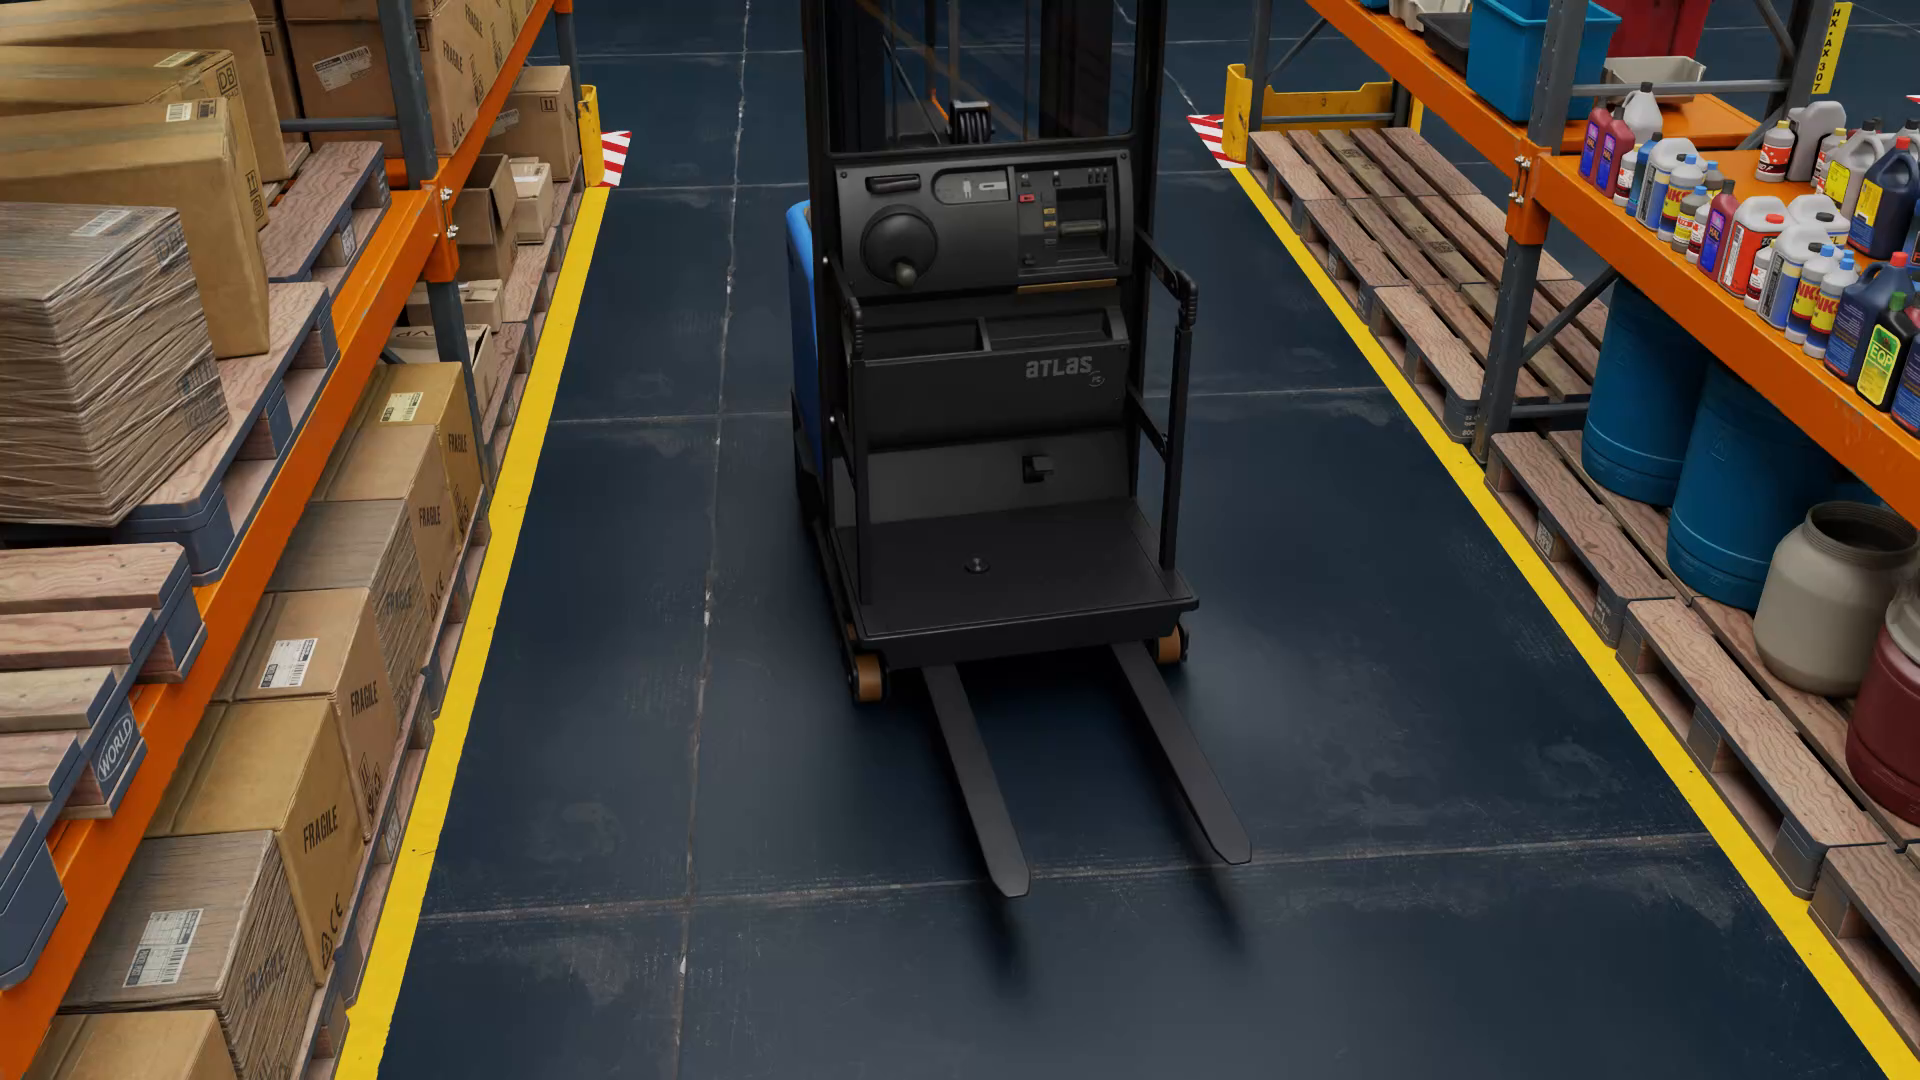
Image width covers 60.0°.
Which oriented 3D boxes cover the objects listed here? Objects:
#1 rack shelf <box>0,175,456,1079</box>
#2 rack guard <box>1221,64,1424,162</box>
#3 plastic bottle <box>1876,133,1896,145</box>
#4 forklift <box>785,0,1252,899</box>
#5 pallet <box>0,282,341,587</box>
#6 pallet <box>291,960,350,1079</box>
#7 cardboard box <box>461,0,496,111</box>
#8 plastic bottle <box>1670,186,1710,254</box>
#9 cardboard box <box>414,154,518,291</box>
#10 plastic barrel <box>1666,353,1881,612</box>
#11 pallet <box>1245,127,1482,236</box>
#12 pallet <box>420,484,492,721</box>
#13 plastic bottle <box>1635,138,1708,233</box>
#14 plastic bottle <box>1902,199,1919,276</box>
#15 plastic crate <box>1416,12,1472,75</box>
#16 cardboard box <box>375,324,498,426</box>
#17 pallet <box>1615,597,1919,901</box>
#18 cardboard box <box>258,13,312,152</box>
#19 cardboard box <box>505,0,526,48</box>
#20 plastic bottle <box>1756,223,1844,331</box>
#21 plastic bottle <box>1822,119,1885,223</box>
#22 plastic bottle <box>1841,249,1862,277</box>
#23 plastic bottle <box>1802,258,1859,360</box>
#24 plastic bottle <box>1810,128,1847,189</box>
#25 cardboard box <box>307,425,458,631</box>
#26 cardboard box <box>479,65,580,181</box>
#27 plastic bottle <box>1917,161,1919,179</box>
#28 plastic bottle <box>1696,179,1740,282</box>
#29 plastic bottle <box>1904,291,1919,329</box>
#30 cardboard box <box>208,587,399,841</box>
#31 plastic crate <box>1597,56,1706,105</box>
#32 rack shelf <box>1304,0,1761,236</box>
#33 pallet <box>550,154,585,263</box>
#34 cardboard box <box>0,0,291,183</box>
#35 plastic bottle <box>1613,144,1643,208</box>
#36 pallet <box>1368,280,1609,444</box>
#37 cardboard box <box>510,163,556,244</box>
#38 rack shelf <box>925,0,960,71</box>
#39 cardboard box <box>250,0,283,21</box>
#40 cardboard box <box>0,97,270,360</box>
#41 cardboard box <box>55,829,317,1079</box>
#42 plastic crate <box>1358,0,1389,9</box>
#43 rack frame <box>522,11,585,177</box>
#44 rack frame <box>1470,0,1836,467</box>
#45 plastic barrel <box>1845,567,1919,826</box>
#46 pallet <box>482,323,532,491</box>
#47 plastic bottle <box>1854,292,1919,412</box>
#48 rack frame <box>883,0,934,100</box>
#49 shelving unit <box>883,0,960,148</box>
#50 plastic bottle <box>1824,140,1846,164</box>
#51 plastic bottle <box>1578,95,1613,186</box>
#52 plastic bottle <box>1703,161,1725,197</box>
[{"bbox_3d":[-2.141,-0.076,4.154,1.077,0.370,4.000,-3,31,-5],"label":"rack shelf"},{"bbox_3d":[2.216,-2.622,10.152,1.175,0.500,0.348,-3,31,-5],"label":"rack guard"},{"bbox_3d":[2.997,-1.216,5.481,0.152,0.276,0.135,-3,31,-5],"label":"plastic bottle"},{"bbox_3d":[0.130,-0.943,4.970,1.130,2.935,3.031,-6,31,-10],"label":"forklift"},{"bbox_3d":[-2.140,-0.274,3.971,1.003,0.211,1.213,-3,31,-5],"label":"pallet"},{"bbox_3d":[-1.986,1.450,3.616,1.003,0.211,1.213,-3,31,-5],"label":"pallet"},{"bbox_3d":[-2.155,-1.983,6.548,0.500,0.500,0.500,-2,31,-4],"label":"cardboard box"},{"bbox_3d":[2.295,-1.004,5.200,0.097,0.201,0.097,0,31,0],"label":"plastic bottle"},{"bbox_3d":[-2.508,-1.482,7.811,0.797,0.503,0.637,-3,31,-5],"label":"cardboard box"},{"bbox_3d":[2.704,-0.281,5.432,0.600,0.901,0.708,-3,31,-5],"label":"plastic barrel"},{"bbox_3d":[2.269,-2.063,9.499,1.003,0.211,1.213,-3,31,-5],"label":"pallet"},{"bbox_3d":[-2.214,0.205,5.702,1.003,0.211,1.213,-3,31,-5],"label":"pallet"},{"bbox_3d":[2.303,-1.147,5.366,0.152,0.276,0.135,-3,31,-5],"label":"plastic bottle"},{"bbox_3d":[2.922,-0.941,5.026,0.097,0.271,0.097,0,31,0],"label":"plastic bottle"},{"bbox_3d":[2.232,-2.108,7.063,0.437,0.125,0.590,-3,31,-5],"label":"plastic crate"},{"bbox_3d":[-2.151,-0.665,6.631,0.500,0.311,0.500,-3,31,-5],"label":"cardboard box"},{"bbox_3d":[2.752,0.576,5.080,1.003,0.211,1.213,-3,31,-5],"label":"pallet"},{"bbox_3d":[-2.630,-1.692,6.060,0.500,0.500,0.500,-2,31,-4],"label":"cardboard box"},{"bbox_3d":[-2.248,-2.498,7.410,0.500,0.500,0.500,-3,31,-5],"label":"cardboard box"},{"bbox_3d":[2.377,-0.742,4.689,0.152,0.276,0.135,-3,31,-5],"label":"plastic bottle"},{"bbox_3d":[2.873,-1.160,5.314,0.144,0.351,0.185,-3,31,-5],"label":"plastic bottle"},{"bbox_3d":[2.499,-0.726,4.734,0.097,0.201,0.097,0,31,0],"label":"plastic bottle"},{"bbox_3d":[2.369,-0.630,4.505,0.097,0.271,0.097,0,31,0],"label":"plastic bottle"},{"bbox_3d":[3.001,-1.312,5.716,0.097,0.201,0.097,0,31,0],"label":"plastic bottle"},{"bbox_3d":[-1.958,-0.031,5.385,0.500,0.500,0.500,-3,31,-4],"label":"cardboard box"},{"bbox_3d":[-2.405,-2.298,9.181,0.500,0.500,0.500,-3,31,-5],"label":"cardboard box"},{"bbox_3d":[3.033,-1.072,5.168,0.144,0.351,0.185,-3,31,-5],"label":"plastic bottle"},{"bbox_3d":[2.297,-0.930,4.996,0.061,0.283,0.133,-3,31,-5],"label":"plastic bottle"},{"bbox_3d":[2.440,-0.484,4.249,0.061,0.283,0.133,-3,31,-5],"label":"plastic bottle"},{"bbox_3d":[-1.862,0.485,4.522,0.500,0.500,0.500,-4,31,-6],"label":"cardboard box"},{"bbox_3d":[2.703,-1.798,6.534,0.396,0.136,0.243,-3,31,-5],"label":"plastic crate"},{"bbox_3d":[2.418,-2.354,7.967,1.077,0.370,4.000,-3,31,-5],"label":"rack shelf"},{"bbox_3d":[-2.619,-1.805,9.066,1.003,0.211,1.213,-3,31,-5],"label":"pallet"},{"bbox_3d":[-2.506,-1.377,5.122,0.700,0.500,0.500,-13,33,-21],"label":"cardboard box"},{"bbox_3d":[2.255,-1.222,5.565,0.097,0.201,0.097,0,31,0],"label":"plastic bottle"},{"bbox_3d":[2.497,-0.818,7.413,1.003,0.211,1.213,-3,31,-5],"label":"pallet"},{"bbox_3d":[-2.346,-1.704,8.430,0.500,0.250,0.500,-3,31,-5],"label":"cardboard box"},{"bbox_3d":[-0.258,-2.101,6.366,0.431,0.518,0.480,-6,29,-10],"label":"rack shelf"},{"bbox_3d":[-2.633,-2.124,5.808,0.500,0.500,0.500,-3,31,-4],"label":"cardboard box"},{"bbox_3d":[-2.101,-0.730,4.040,0.700,0.500,0.500,-11,32,-17],"label":"cardboard box"},{"bbox_3d":[-1.766,1.007,3.647,0.500,0.500,0.500,-4,31,-6],"label":"cardboard box"},{"bbox_3d":[2.077,-2.670,7.900,0.416,0.233,0.300,-3,31,-5],"label":"plastic crate"},{"bbox_3d":[-2.701,-3.448,9.098,1.000,3.000,0.127,-3,31,-5],"label":"rack frame"},{"bbox_3d":[2.604,-1.641,6.073,1.000,3.000,0.127,-3,31,-5],"label":"rack frame"},{"bbox_3d":[2.810,0.430,4.546,0.600,0.588,0.708,-3,31,-5],"label":"plastic barrel"},{"bbox_3d":[-2.391,-0.559,6.981,1.003,0.211,1.213,-3,31,-5],"label":"pallet"},{"bbox_3d":[2.379,-0.481,4.244,0.061,0.283,0.133,-3,31,-5],"label":"plastic bottle"},{"bbox_3d":[-0.302,-1.617,6.909,0.400,2.100,0.015,-6,29,-10],"label":"rack frame"},{"bbox_3d":[-0.253,-1.501,6.699,0.431,2.100,0.503,-6,29,-10],"label":"shelving unit"},{"bbox_3d":[2.953,-1.241,5.597,0.097,0.201,0.097,0,31,0],"label":"plastic bottle"},{"bbox_3d":[2.214,-1.384,5.755,0.061,0.283,0.133,-3,31,-5],"label":"plastic bottle"},{"bbox_3d":[2.425,-1.130,5.411,0.097,0.201,0.097,0,31,0],"label":"plastic bottle"}]
